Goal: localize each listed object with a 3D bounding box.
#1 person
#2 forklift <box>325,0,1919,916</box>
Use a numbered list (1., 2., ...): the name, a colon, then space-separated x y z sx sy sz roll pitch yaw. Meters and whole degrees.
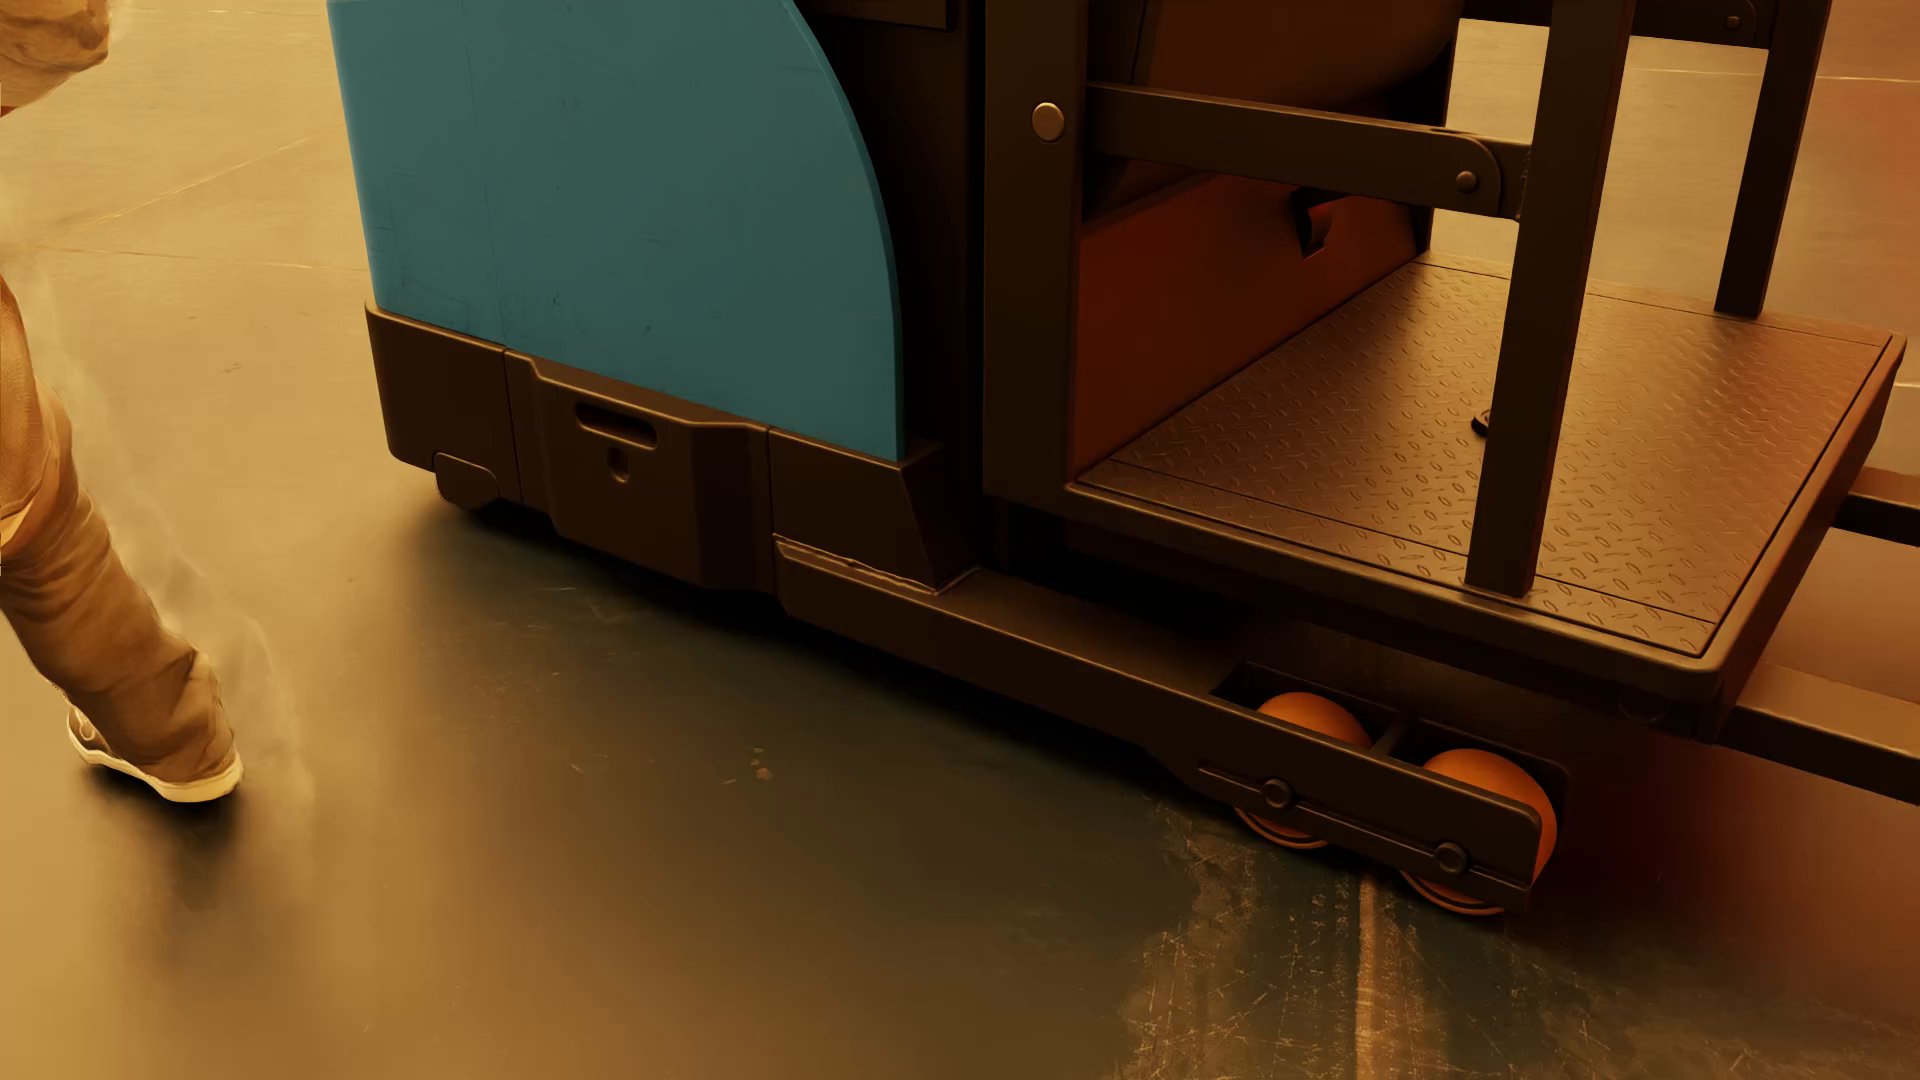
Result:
1. person: -0.936 -0.104 1.158 0.907 1.401 0.991 18 32 31
2. forklift: 0.589 -1.193 1.610 3.031 2.935 1.130 18 32 31
